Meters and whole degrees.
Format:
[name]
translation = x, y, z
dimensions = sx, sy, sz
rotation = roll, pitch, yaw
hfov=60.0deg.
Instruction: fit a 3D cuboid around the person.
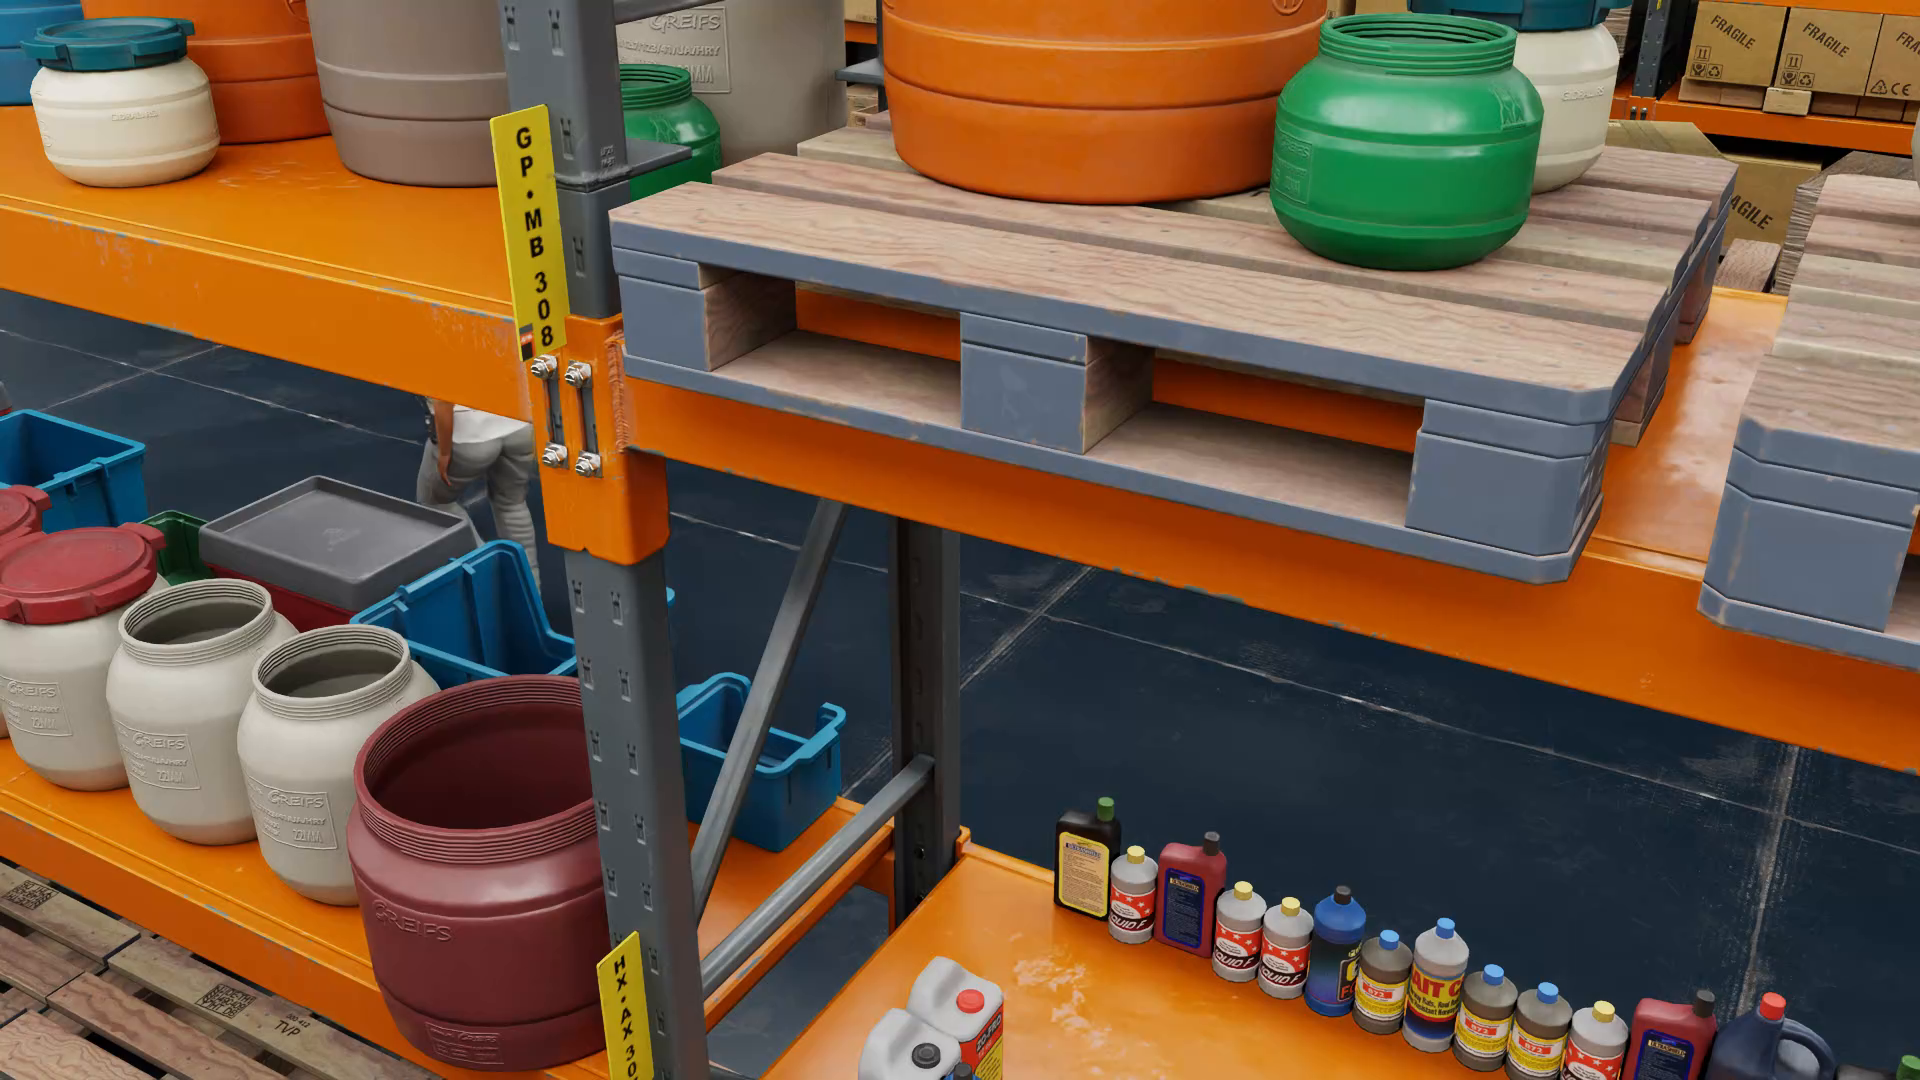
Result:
[person]
translation = -2.021, -0.447, 6.971
dimensions = 0.463, 1.688, 0.507
rotation = 21, 34, 36
